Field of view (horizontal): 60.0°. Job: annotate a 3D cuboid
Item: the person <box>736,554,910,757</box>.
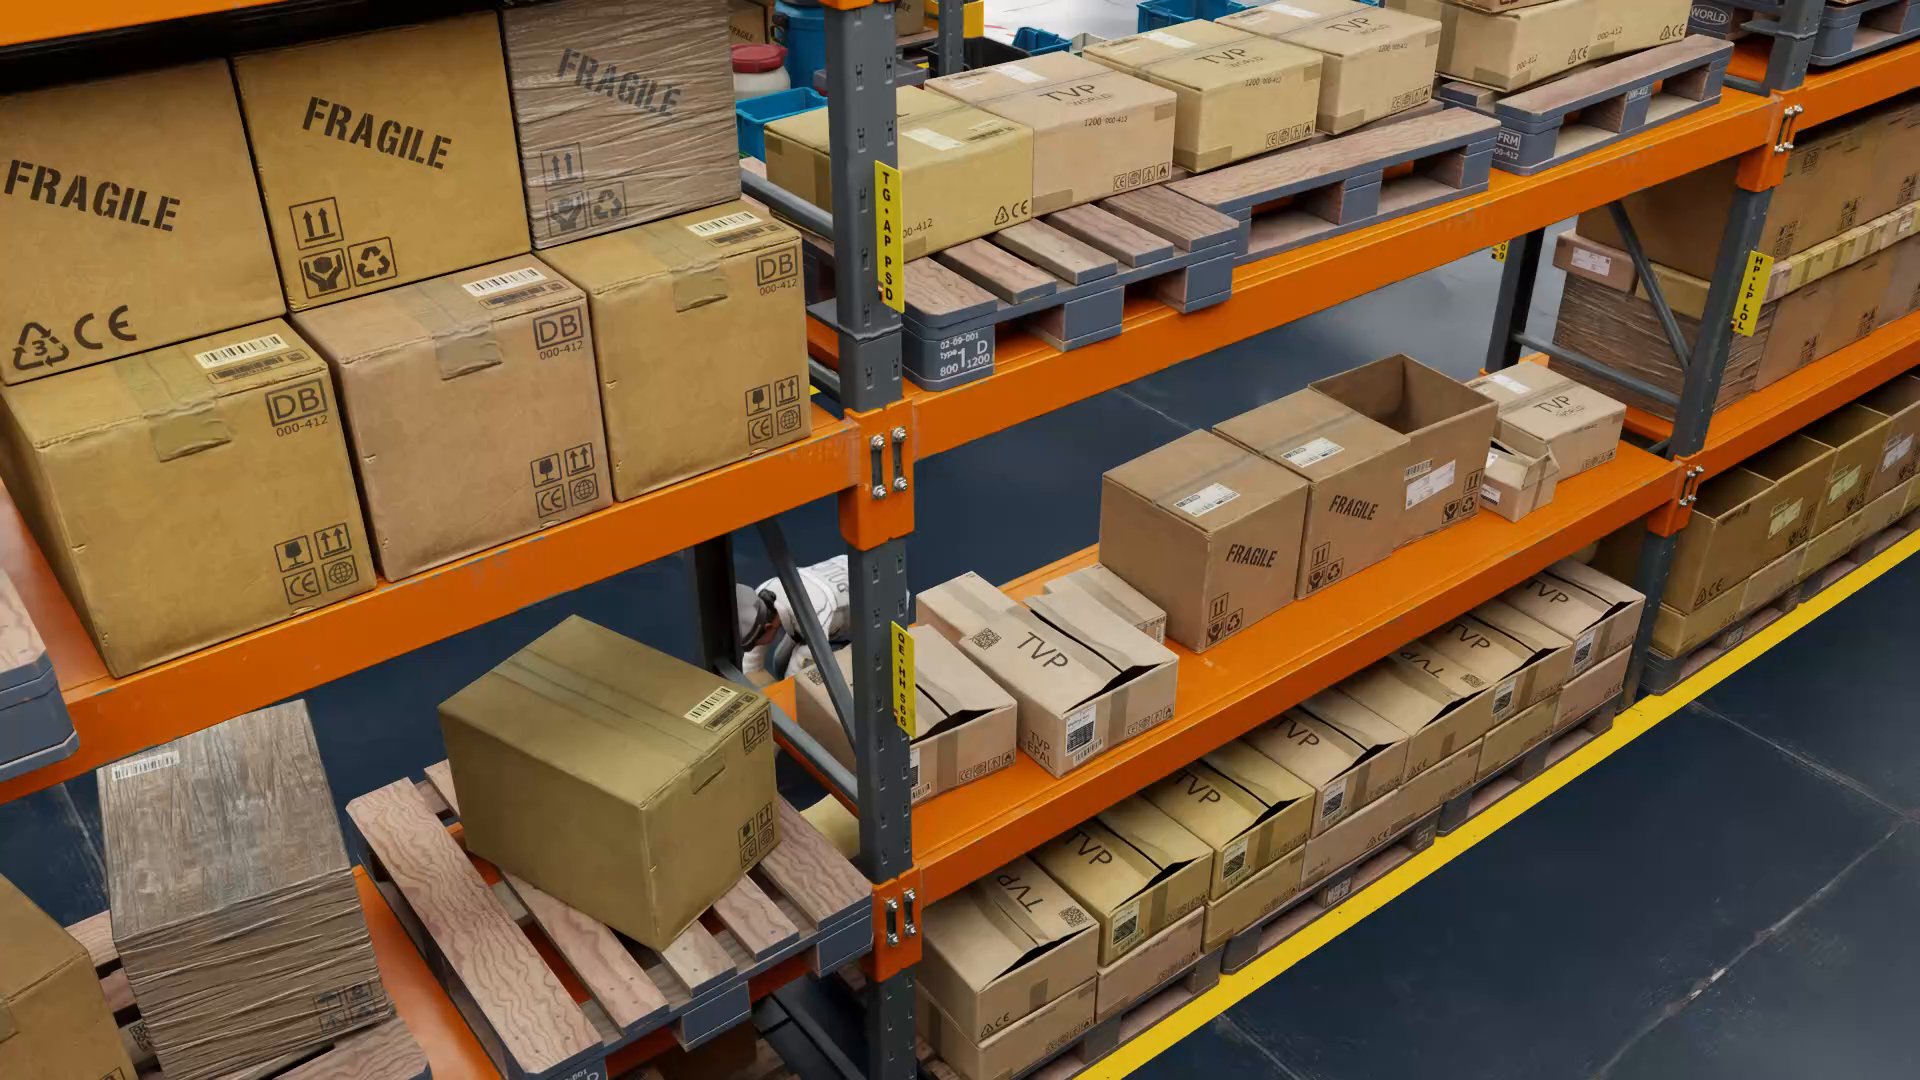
[{"bbox_3d":[-0.617,0.499,6.990,0.911,0.983,0.462,-25,40,-34],"label":"person"}]
